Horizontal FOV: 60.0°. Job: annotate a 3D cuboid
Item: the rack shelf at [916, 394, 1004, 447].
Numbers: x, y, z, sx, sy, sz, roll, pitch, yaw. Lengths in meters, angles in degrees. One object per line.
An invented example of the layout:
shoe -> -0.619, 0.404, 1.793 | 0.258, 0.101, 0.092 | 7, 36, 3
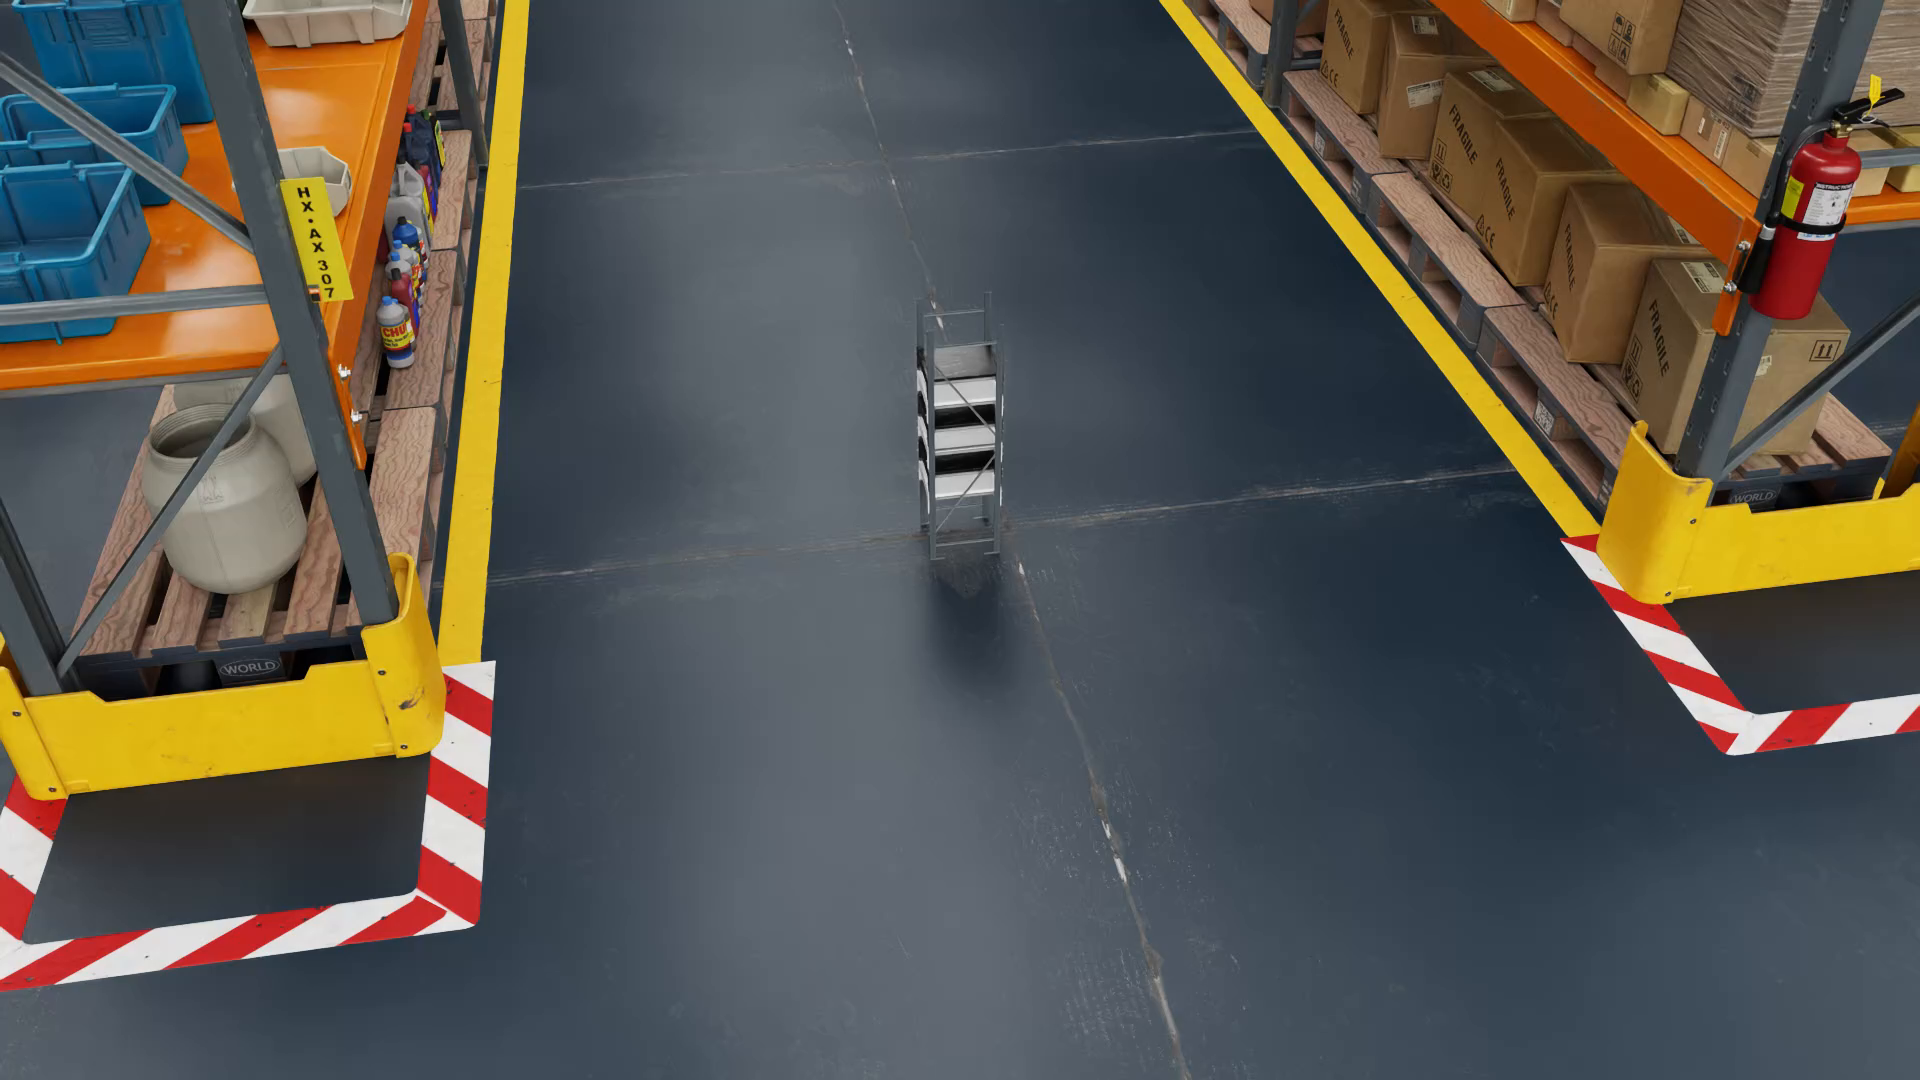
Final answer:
rack shelf -> -0.001, -0.405, 5.445 | 0.258, 0.077, 0.200 | -6, 38, -8

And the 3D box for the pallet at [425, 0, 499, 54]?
pallet -> -3.184, -3.078, 9.540 | 1.003, 0.211, 1.213 | -6, 38, -8

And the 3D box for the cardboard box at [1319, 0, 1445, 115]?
cardboard box -> 2.116, -2.436, 8.136 | 0.500, 0.500, 0.500 | -7, 38, -9

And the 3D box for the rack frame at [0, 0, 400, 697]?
rack frame -> -2.090, -0.554, 4.018 | 1.000, 3.000, 0.127 | -6, 38, -8

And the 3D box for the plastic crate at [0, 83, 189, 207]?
plastic crate -> -2.581, -1.159, 4.917 | 0.499, 0.251, 0.408 | -6, 38, -8

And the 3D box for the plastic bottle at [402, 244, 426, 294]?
plastic bottle -> -2.196, -1.079, 6.616 | 0.097, 0.201, 0.097 | 0, 38, 0

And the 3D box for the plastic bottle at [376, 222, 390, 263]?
plastic bottle -> -2.385, -1.292, 6.824 | 0.061, 0.283, 0.133 | -6, 38, -8

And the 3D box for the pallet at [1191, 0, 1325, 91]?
pallet -> 1.947, -2.872, 9.275 | 1.003, 0.211, 1.213 | -6, 38, -8

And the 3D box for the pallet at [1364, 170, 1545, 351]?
pallet -> 2.455, -1.262, 7.202 | 1.003, 0.211, 1.213 | -6, 38, -8

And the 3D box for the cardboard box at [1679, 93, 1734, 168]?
cardboard box -> 2.490, -1.289, 5.169 | 0.380, 0.149, 0.250 | -6, 38, -8

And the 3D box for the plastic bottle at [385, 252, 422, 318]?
plastic bottle -> -2.161, -0.986, 6.440 | 0.097, 0.271, 0.097 | 0, 38, 0

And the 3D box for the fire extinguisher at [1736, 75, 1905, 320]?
fire extinguisher -> 2.353, -0.938, 4.575 | 0.296, 0.674, 0.183 | -6, 38, -8

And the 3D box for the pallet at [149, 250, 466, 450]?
pallet -> -2.497, -0.721, 6.505 | 1.003, 0.211, 1.213 | -6, 38, -8

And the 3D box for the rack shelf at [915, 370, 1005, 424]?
rack shelf -> -0.001, -0.476, 5.390 | 0.258, 0.077, 0.200 | -6, 38, -8

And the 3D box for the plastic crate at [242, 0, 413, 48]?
plastic crate -> -2.257, -1.913, 5.982 | 0.530, 0.136, 0.437 | -6, 38, -8

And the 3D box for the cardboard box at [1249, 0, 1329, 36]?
cardboard box -> 1.998, -3.063, 8.926 | 0.700, 0.500, 0.500 | -9, 39, -11

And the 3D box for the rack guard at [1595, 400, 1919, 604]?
rack guard -> 2.773, -0.146, 5.530 | 1.175, 0.500, 0.348 | -6, 38, -8

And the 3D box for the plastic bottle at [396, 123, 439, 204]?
plastic bottle -> -2.361, -1.624, 7.196 | 0.144, 0.351, 0.185 | -8, 39, -10

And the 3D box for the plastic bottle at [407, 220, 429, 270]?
plastic bottle -> -2.232, -1.203, 6.776 | 0.097, 0.201, 0.097 | 0, 38, 0

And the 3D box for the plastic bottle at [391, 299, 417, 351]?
plastic bottle -> -2.119, -0.814, 6.275 | 0.097, 0.201, 0.097 | 0, 38, 0

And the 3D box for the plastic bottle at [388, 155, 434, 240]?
plastic bottle -> -2.304, -1.429, 6.945 | 0.144, 0.351, 0.185 | -6, 38, -8

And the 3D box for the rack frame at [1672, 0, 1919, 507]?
rack frame -> 2.786, -1.087, 4.704 | 1.000, 3.000, 0.127 | -6, 38, -8

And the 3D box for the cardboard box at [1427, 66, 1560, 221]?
cardboard box -> 2.410, -1.724, 7.220 | 0.500, 0.500, 0.500 | -9, 39, -12

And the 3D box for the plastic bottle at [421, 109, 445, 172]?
plastic bottle -> -2.382, -1.816, 7.498 | 0.061, 0.283, 0.133 | -4, 38, -6

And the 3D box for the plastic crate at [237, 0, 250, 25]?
plastic crate -> -2.831, -2.036, 6.099 | 0.450, 0.188, 0.662 | -6, 38, -8

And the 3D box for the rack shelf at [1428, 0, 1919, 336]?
rack shelf -> 2.436, -2.011, 6.480 | 1.077, 0.370, 4.000 | -6, 38, -8

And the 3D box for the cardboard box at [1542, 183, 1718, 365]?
cardboard box -> 2.555, -1.002, 6.290 | 0.500, 0.500, 0.500 | 3, 38, 4

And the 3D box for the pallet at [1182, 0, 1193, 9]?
pallet -> 1.730, -3.610, 10.225 | 1.003, 0.211, 1.213 | -6, 38, -8

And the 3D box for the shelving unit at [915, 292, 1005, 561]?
shelving unit -> -0.001, -0.360, 5.480 | 0.258, 0.900, 0.210 | -6, 38, -8

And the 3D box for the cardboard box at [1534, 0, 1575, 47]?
cardboard box -> 2.298, -1.891, 5.944 | 0.380, 0.149, 0.250 | -6, 38, -8

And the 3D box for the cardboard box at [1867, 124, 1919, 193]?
cardboard box -> 2.971, -1.186, 5.036 | 0.380, 0.149, 0.250 | -6, 38, -8

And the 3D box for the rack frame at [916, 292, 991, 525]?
rack frame -> -0.019, -0.422, 5.559 | 0.240, 0.900, 0.006 | -6, 38, -8

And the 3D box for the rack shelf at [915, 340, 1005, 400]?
rack shelf -> -0.001, -0.547, 5.335 | 0.258, 0.077, 0.200 | -6, 38, -8

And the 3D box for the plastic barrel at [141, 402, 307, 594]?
plastic barrel -> -2.281, -0.127, 5.154 | 0.421, 0.512, 0.421 | 0, 38, 0

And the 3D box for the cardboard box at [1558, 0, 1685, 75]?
cardboard box -> 2.511, -1.868, 5.386 | 0.875, 0.500, 0.500 | -6, 38, -8

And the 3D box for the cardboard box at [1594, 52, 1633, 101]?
cardboard box -> 2.367, -1.587, 5.552 | 0.380, 0.149, 0.250 | -6, 38, -8
